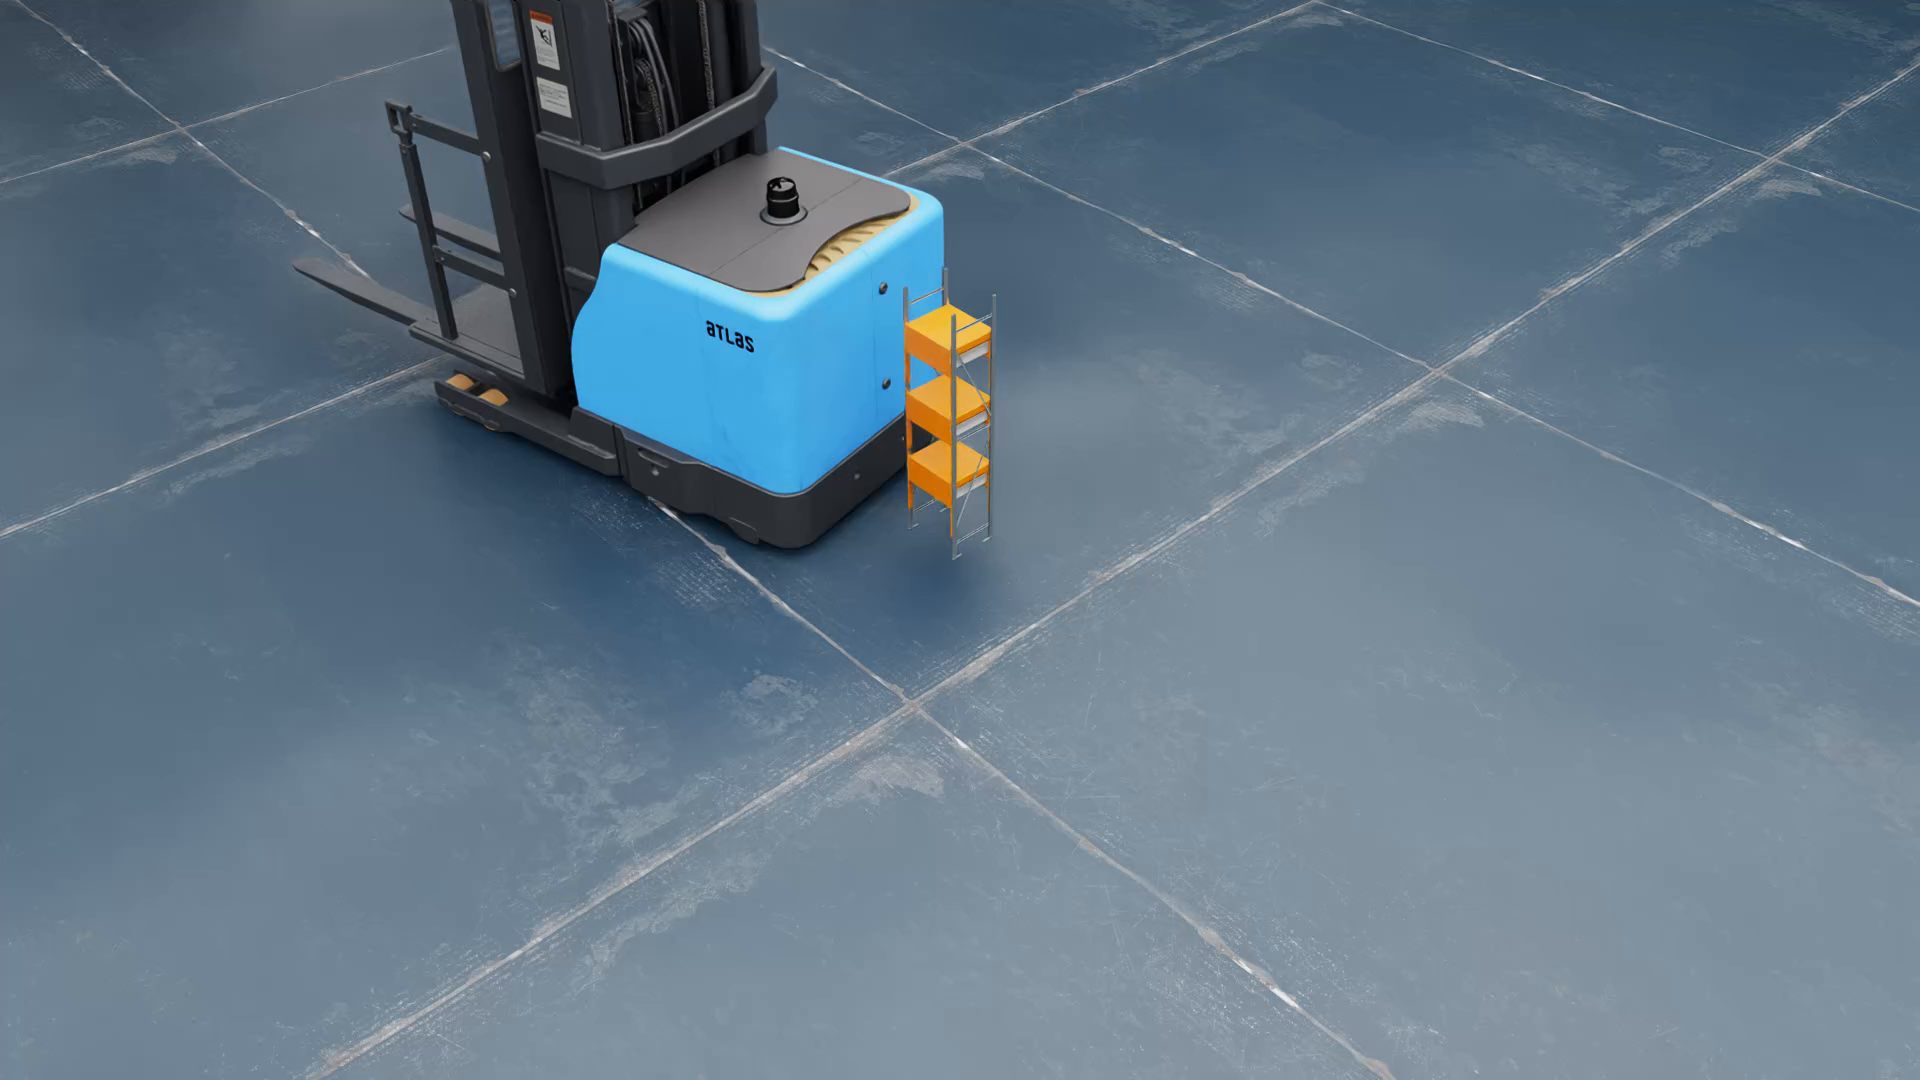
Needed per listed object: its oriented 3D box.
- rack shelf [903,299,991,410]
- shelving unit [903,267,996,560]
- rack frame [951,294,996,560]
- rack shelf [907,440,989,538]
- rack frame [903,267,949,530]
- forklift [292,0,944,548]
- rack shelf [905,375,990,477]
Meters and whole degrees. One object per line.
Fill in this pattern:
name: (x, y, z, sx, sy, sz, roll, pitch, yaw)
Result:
rack shelf: (-0.036, -0.646, 5.779, 0.215, 0.259, 0.240, -30, 48, -32)
shelving unit: (-0.036, -0.433, 5.951, 0.215, 1.050, 0.252, -30, 48, -32)
rack frame: (0.046, -0.377, 5.881, 0.200, 1.050, 0.008, -30, 48, -32)
rack shelf: (-0.036, -0.209, 6.132, 0.215, 0.259, 0.240, -30, 48, -32)
rack frame: (-0.119, -0.490, 6.021, 0.200, 1.050, 0.008, -30, 48, -32)
forklift: (-1.550, -1.837, 6.192, 3.031, 2.935, 1.130, 23, 44, 26)
rack shelf: (-0.036, -0.425, 5.957, 0.215, 0.259, 0.240, -30, 48, -32)
